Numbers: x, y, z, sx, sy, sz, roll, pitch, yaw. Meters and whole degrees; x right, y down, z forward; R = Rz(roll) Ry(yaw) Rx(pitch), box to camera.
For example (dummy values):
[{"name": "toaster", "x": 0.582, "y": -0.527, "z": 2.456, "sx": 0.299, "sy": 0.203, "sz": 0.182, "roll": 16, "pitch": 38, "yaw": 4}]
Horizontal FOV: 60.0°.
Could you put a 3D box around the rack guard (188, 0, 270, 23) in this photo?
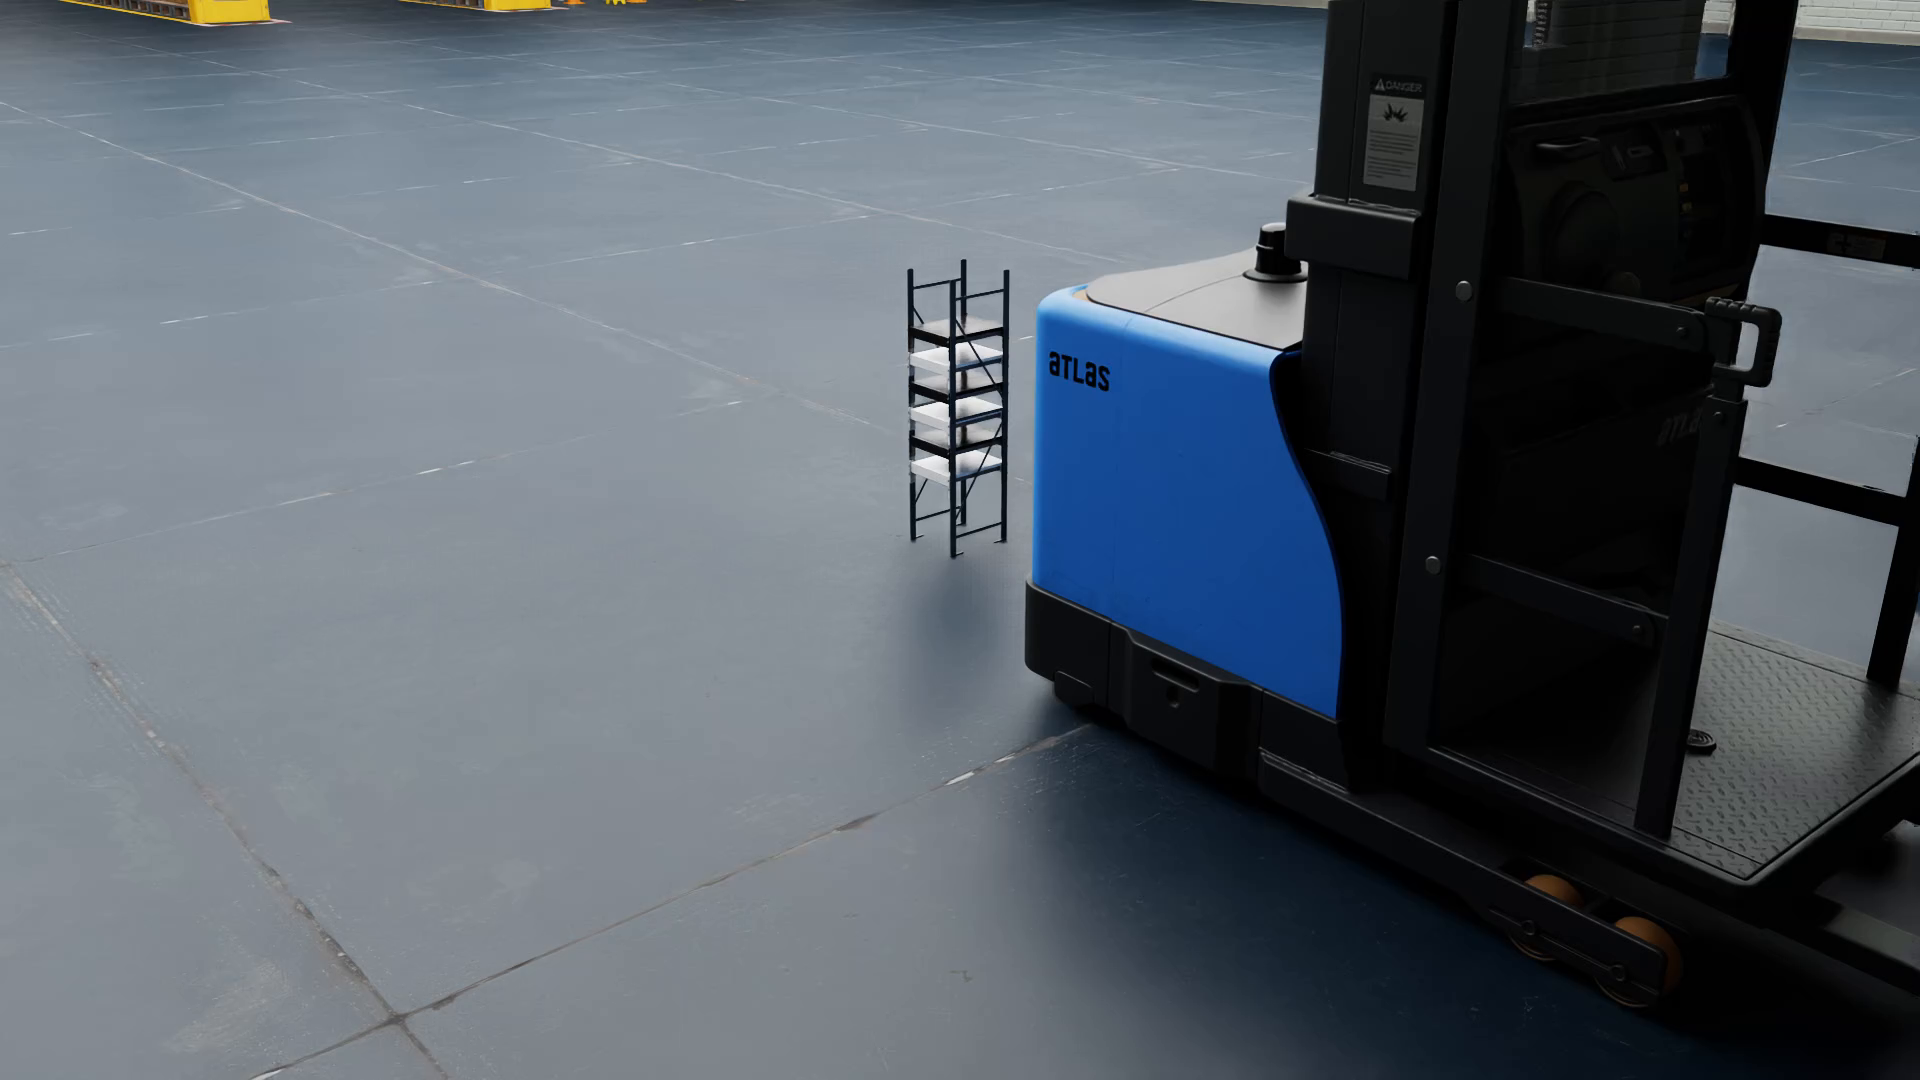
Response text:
[{"name": "rack guard", "x": -11.816, "y": -8.643, "z": 26.865, "sx": 1.175, "sy": 0.500, "sz": 0.348, "roll": -17, "pitch": 27, "yaw": -37}]

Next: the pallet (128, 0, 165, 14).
[{"name": "pallet", "x": -13.912, "y": -9.415, "z": 29.233, "sx": 1.003, "sy": 0.211, "sz": 1.213, "roll": -17, "pitch": 27, "yaw": -37}]

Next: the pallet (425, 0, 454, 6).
[{"name": "pallet", "x": -9.316, "y": -10.179, "z": 31.184, "sx": 1.003, "sy": 0.211, "sz": 1.213, "roll": -17, "pitch": 27, "yaw": -37}]

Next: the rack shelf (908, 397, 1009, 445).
[{"name": "rack shelf", "x": -0.005, "y": -0.390, "z": 5.338, "sx": 0.258, "sy": 0.077, "sz": 0.200, "roll": -17, "pitch": 27, "yaw": -37}]

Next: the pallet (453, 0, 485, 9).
[{"name": "pallet", "x": -8.524, "y": -9.842, "z": 30.324, "sx": 1.003, "sy": 0.211, "sz": 1.213, "roll": -17, "pitch": 27, "yaw": -37}]

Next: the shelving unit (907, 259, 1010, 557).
[{"name": "shelving unit", "x": -0.005, "y": -0.421, "z": 5.326, "sx": 0.258, "sy": 0.900, "sz": 0.210, "roll": -17, "pitch": 27, "yaw": -37}]

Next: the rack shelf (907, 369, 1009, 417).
[{"name": "rack shelf", "x": -0.005, "y": -0.474, "z": 5.305, "sx": 0.258, "sy": 0.077, "sz": 0.200, "roll": -17, "pitch": 27, "yaw": -37}]

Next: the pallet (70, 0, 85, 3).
[{"name": "pallet", "x": -16.479, "y": -10.481, "z": 31.955, "sx": 1.003, "sy": 0.211, "sz": 1.213, "roll": -17, "pitch": 27, "yaw": -37}]

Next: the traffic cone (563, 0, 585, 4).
[{"name": "traffic cone", "x": -7.213, "y": -10.242, "z": 30.999, "sx": 0.336, "sy": 0.463, "sz": 0.334, "roll": -17, "pitch": 27, "yaw": -37}]

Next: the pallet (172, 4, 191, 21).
[{"name": "pallet", "x": -12.319, "y": -8.741, "z": 27.512, "sx": 1.003, "sy": 0.211, "sz": 1.213, "roll": -17, "pitch": 27, "yaw": -37}]

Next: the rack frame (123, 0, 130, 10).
[{"name": "rack frame", "x": -14.377, "y": -10.891, "z": 29.177, "sx": 1.000, "sy": 3.000, "sz": 0.127, "roll": -17, "pitch": 27, "yaw": -37}]

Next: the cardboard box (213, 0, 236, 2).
[{"name": "cardboard box", "x": -12.161, "y": -8.994, "z": 27.185, "sx": 0.500, "sy": 0.500, "sz": 0.500, "roll": -12, "pitch": 24, "yaw": -28}]

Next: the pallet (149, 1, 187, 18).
[{"name": "pallet", "x": -13.111, "y": -9.078, "z": 28.372, "sx": 1.003, "sy": 0.211, "sz": 1.213, "roll": -17, "pitch": 27, "yaw": -37}]

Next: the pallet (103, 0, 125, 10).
[{"name": "pallet", "x": -14.886, "y": -9.807, "z": 30.234, "sx": 1.003, "sy": 0.211, "sz": 1.213, "roll": -17, "pitch": 27, "yaw": -37}]

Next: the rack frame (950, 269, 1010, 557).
[{"name": "rack frame", "x": 0.061, "y": -0.393, "z": 5.254, "sx": 0.240, "sy": 0.900, "sz": 0.006, "roll": -17, "pitch": 27, "yaw": -37}]

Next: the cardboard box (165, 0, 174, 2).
[{"name": "cardboard box", "x": -13.302, "y": -9.493, "z": 28.460, "sx": 0.500, "sy": 0.500, "sz": 0.500, "roll": 19, "pitch": 29, "yaw": 40}]

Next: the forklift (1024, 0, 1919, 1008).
[{"name": "forklift", "x": 1.502, "y": -0.676, "z": 3.190, "sx": 1.130, "sy": 2.935, "sz": 3.031, "roll": -17, "pitch": 27, "yaw": -37}]

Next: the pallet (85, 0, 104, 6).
[{"name": "pallet", "x": -15.687, "y": -10.144, "z": 31.095, "sx": 1.003, "sy": 0.211, "sz": 1.213, "roll": -17, "pitch": 27, "yaw": -37}]

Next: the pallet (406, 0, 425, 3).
[{"name": "pallet", "x": -10.116, "y": -10.516, "z": 32.045, "sx": 1.003, "sy": 0.211, "sz": 1.213, "roll": -17, "pitch": 27, "yaw": -37}]

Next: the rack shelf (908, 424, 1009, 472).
[{"name": "rack shelf", "x": -0.005, "y": -0.306, "z": 5.371, "sx": 0.258, "sy": 0.077, "sz": 0.200, "roll": -17, "pitch": 27, "yaw": -37}]

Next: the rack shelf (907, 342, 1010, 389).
[{"name": "rack shelf", "x": -0.005, "y": -0.558, "z": 5.272, "sx": 0.258, "sy": 0.077, "sz": 0.200, "roll": -17, "pitch": 27, "yaw": -37}]

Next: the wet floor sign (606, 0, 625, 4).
[{"name": "wet floor sign", "x": -6.424, "y": -10.306, "z": 30.911, "sx": 0.232, "sy": 0.644, "sz": 0.267, "roll": 17, "pitch": 27, "yaw": 36}]

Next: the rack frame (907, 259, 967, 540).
[{"name": "rack frame", "x": -0.072, "y": -0.449, "z": 5.397, "sx": 0.240, "sy": 0.900, "sz": 0.006, "roll": -17, "pitch": 27, "yaw": -37}]

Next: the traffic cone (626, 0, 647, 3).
[{"name": "traffic cone", "x": -6.135, "y": -10.417, "z": 31.446, "sx": 0.336, "sy": 0.463, "sz": 0.334, "roll": -17, "pitch": 27, "yaw": -37}]

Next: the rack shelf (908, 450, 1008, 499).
[{"name": "rack shelf", "x": -0.005, "y": -0.223, "z": 5.403, "sx": 0.258, "sy": 0.077, "sz": 0.200, "roll": -17, "pitch": 27, "yaw": -37}]

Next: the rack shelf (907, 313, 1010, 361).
[{"name": "rack shelf", "x": -0.005, "y": -0.642, "z": 5.239, "sx": 0.258, "sy": 0.077, "sz": 0.200, "roll": -17, "pitch": 27, "yaw": -37}]

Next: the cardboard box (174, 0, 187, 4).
[{"name": "cardboard box", "x": -12.971, "y": -9.328, "z": 28.039, "sx": 0.500, "sy": 0.500, "sz": 0.500, "roll": -14, "pitch": 26, "yaw": -33}]

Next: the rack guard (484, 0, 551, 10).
[{"name": "rack guard", "x": -7.927, "y": -9.768, "z": 29.737, "sx": 1.175, "sy": 0.500, "sz": 0.348, "roll": -17, "pitch": 27, "yaw": -37}]
